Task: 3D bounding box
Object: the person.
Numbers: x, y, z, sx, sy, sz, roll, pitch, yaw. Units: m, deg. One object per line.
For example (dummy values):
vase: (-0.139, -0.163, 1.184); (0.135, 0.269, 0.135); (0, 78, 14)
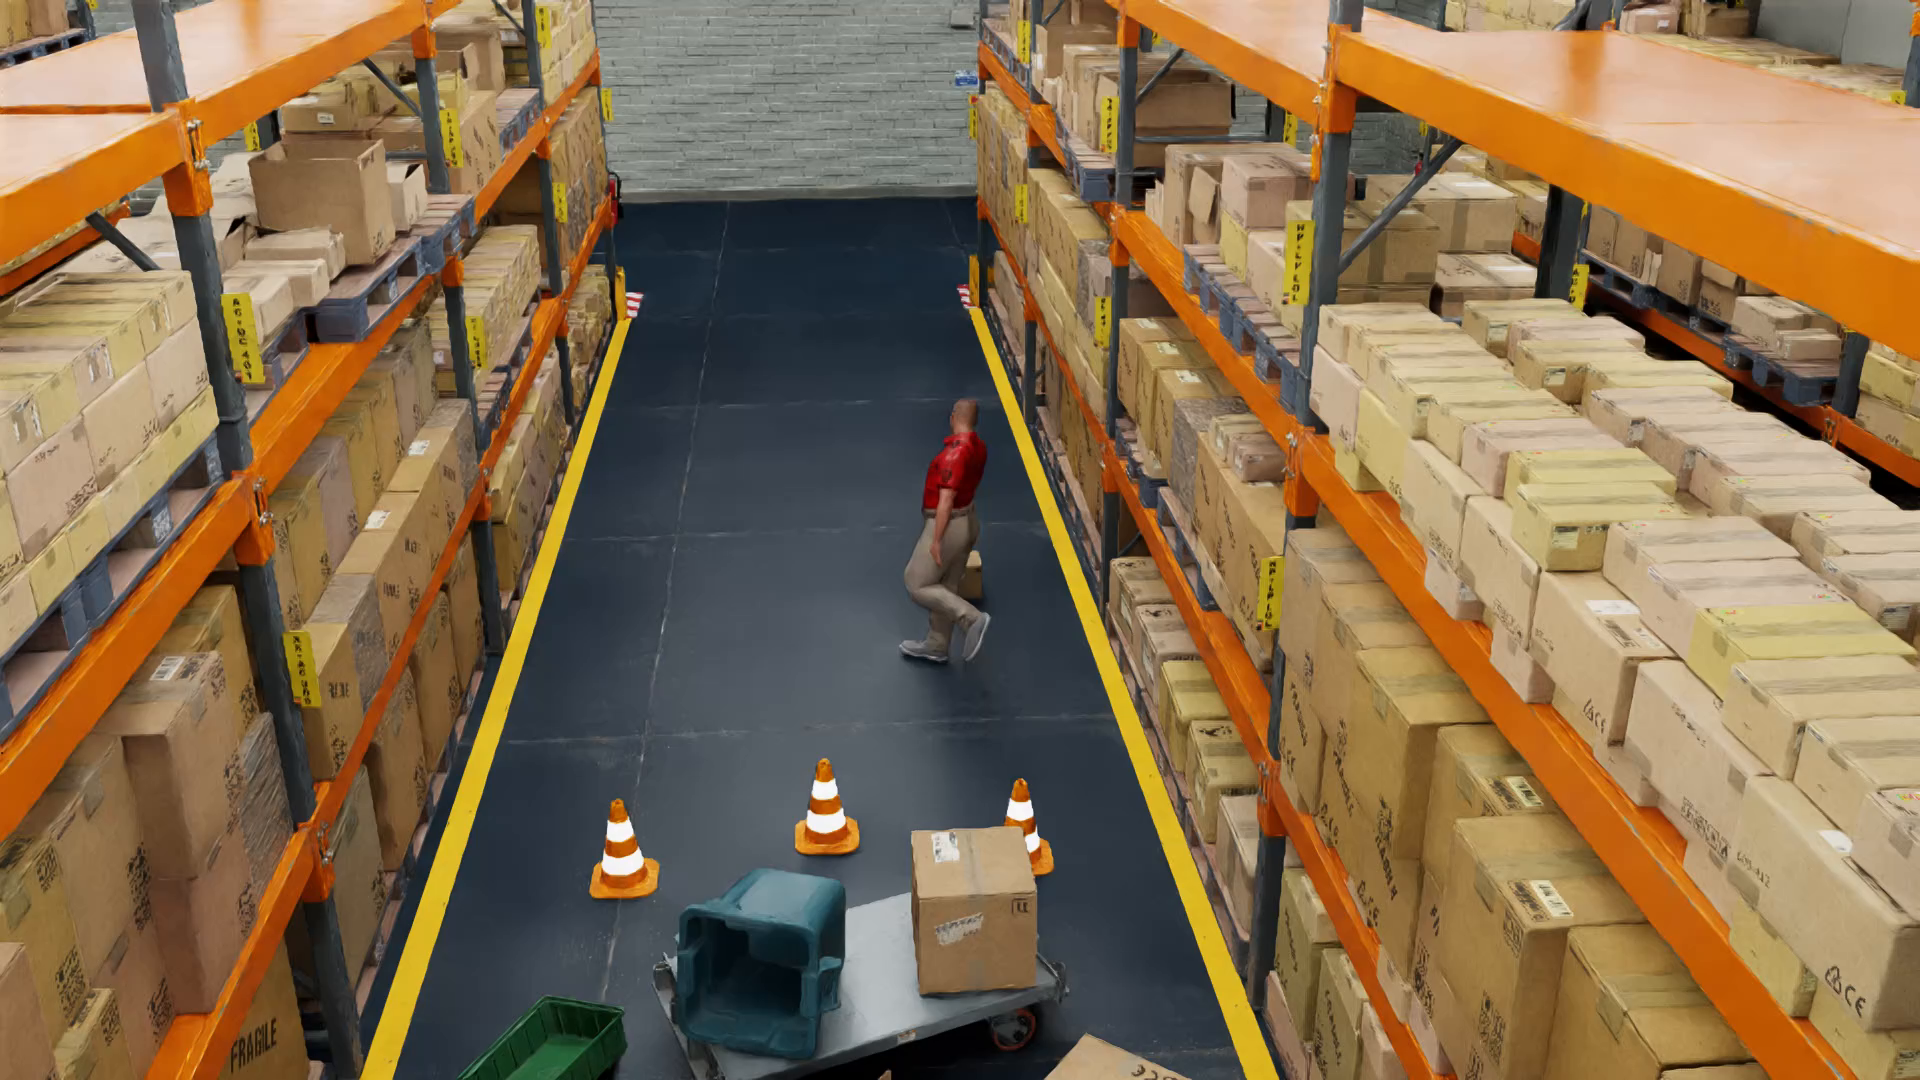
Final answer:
person: (-0.065, -0.054, 10.496); (0.610, 1.685, 0.655); (7, 25, 15)
